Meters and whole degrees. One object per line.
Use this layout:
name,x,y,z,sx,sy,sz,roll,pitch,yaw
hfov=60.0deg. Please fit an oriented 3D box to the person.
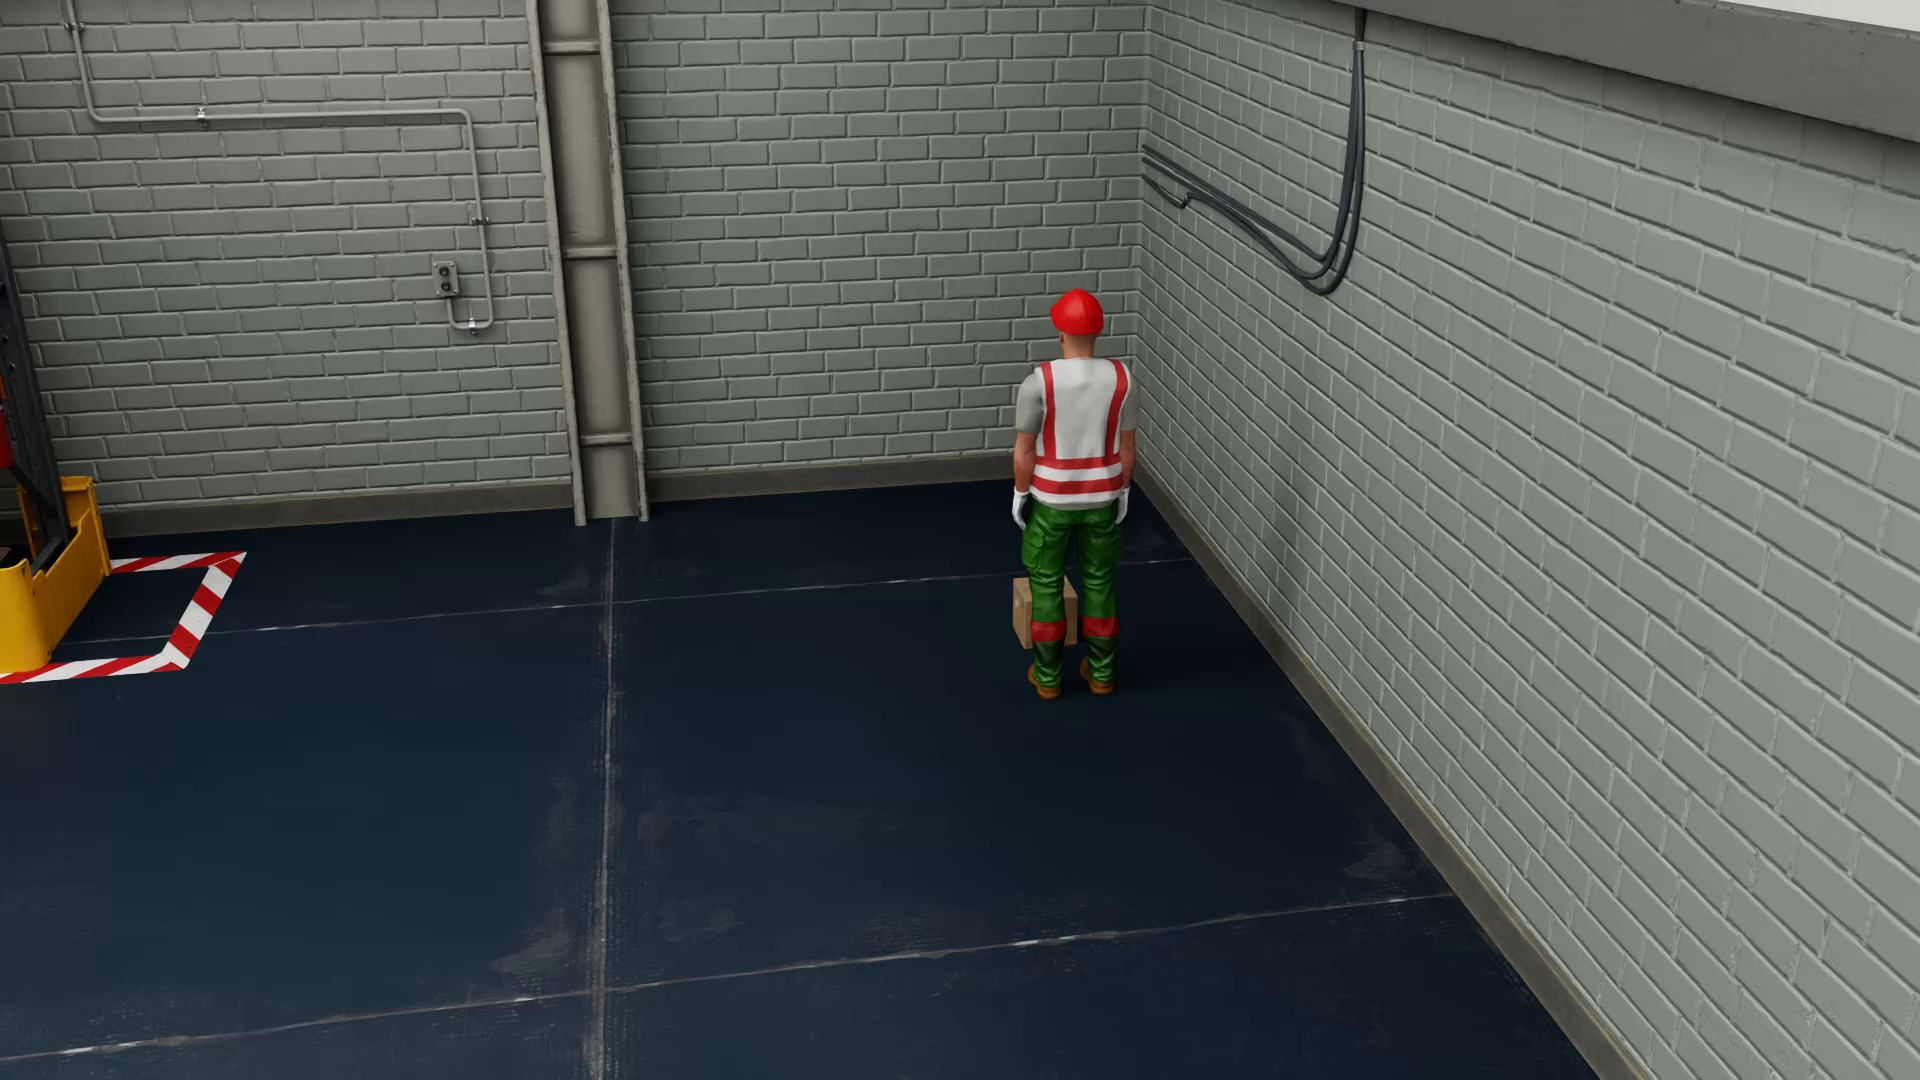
person,0.475,-0.182,6.996,0.524,1.785,0.338,-4,23,-9
